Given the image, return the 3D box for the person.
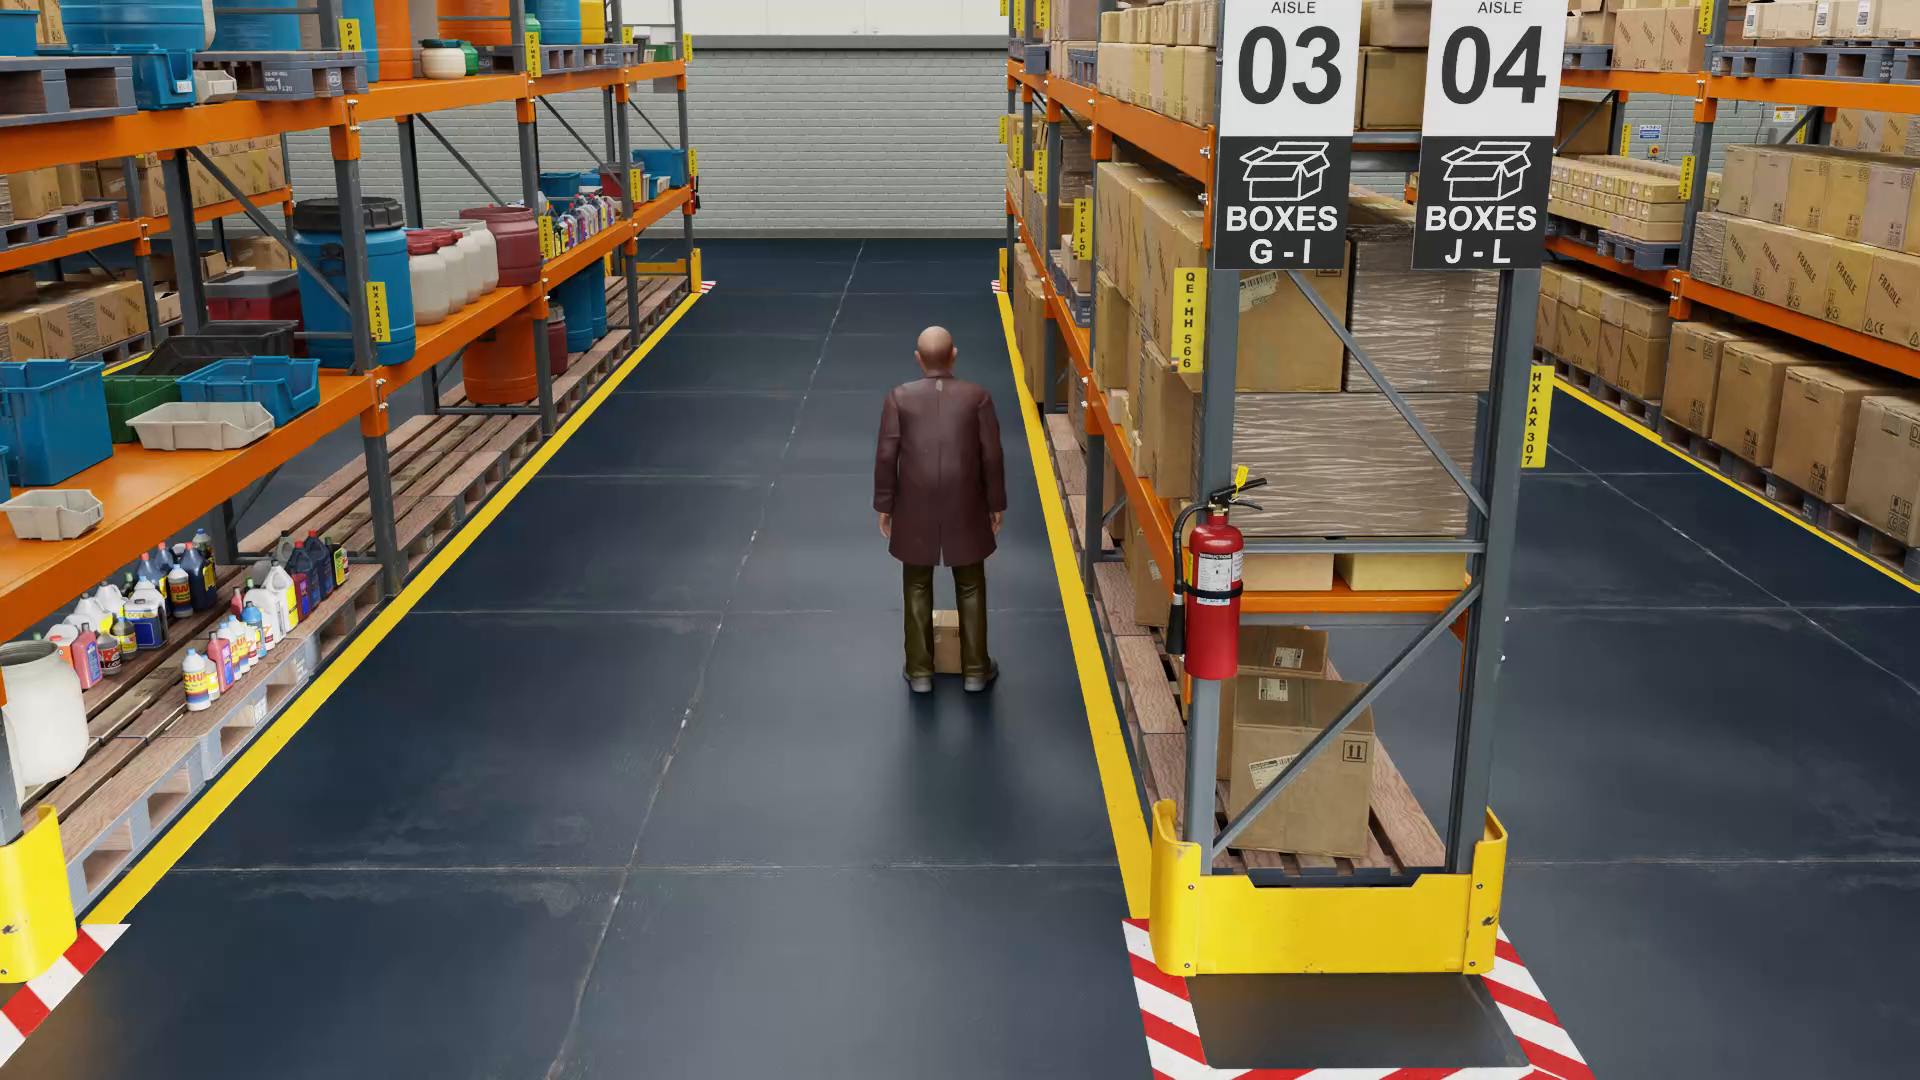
[{"bbox_3d":[-0.095,-0.108,8.043,0.648,1.706,0.418,0,17,0],"label":"person"}]
